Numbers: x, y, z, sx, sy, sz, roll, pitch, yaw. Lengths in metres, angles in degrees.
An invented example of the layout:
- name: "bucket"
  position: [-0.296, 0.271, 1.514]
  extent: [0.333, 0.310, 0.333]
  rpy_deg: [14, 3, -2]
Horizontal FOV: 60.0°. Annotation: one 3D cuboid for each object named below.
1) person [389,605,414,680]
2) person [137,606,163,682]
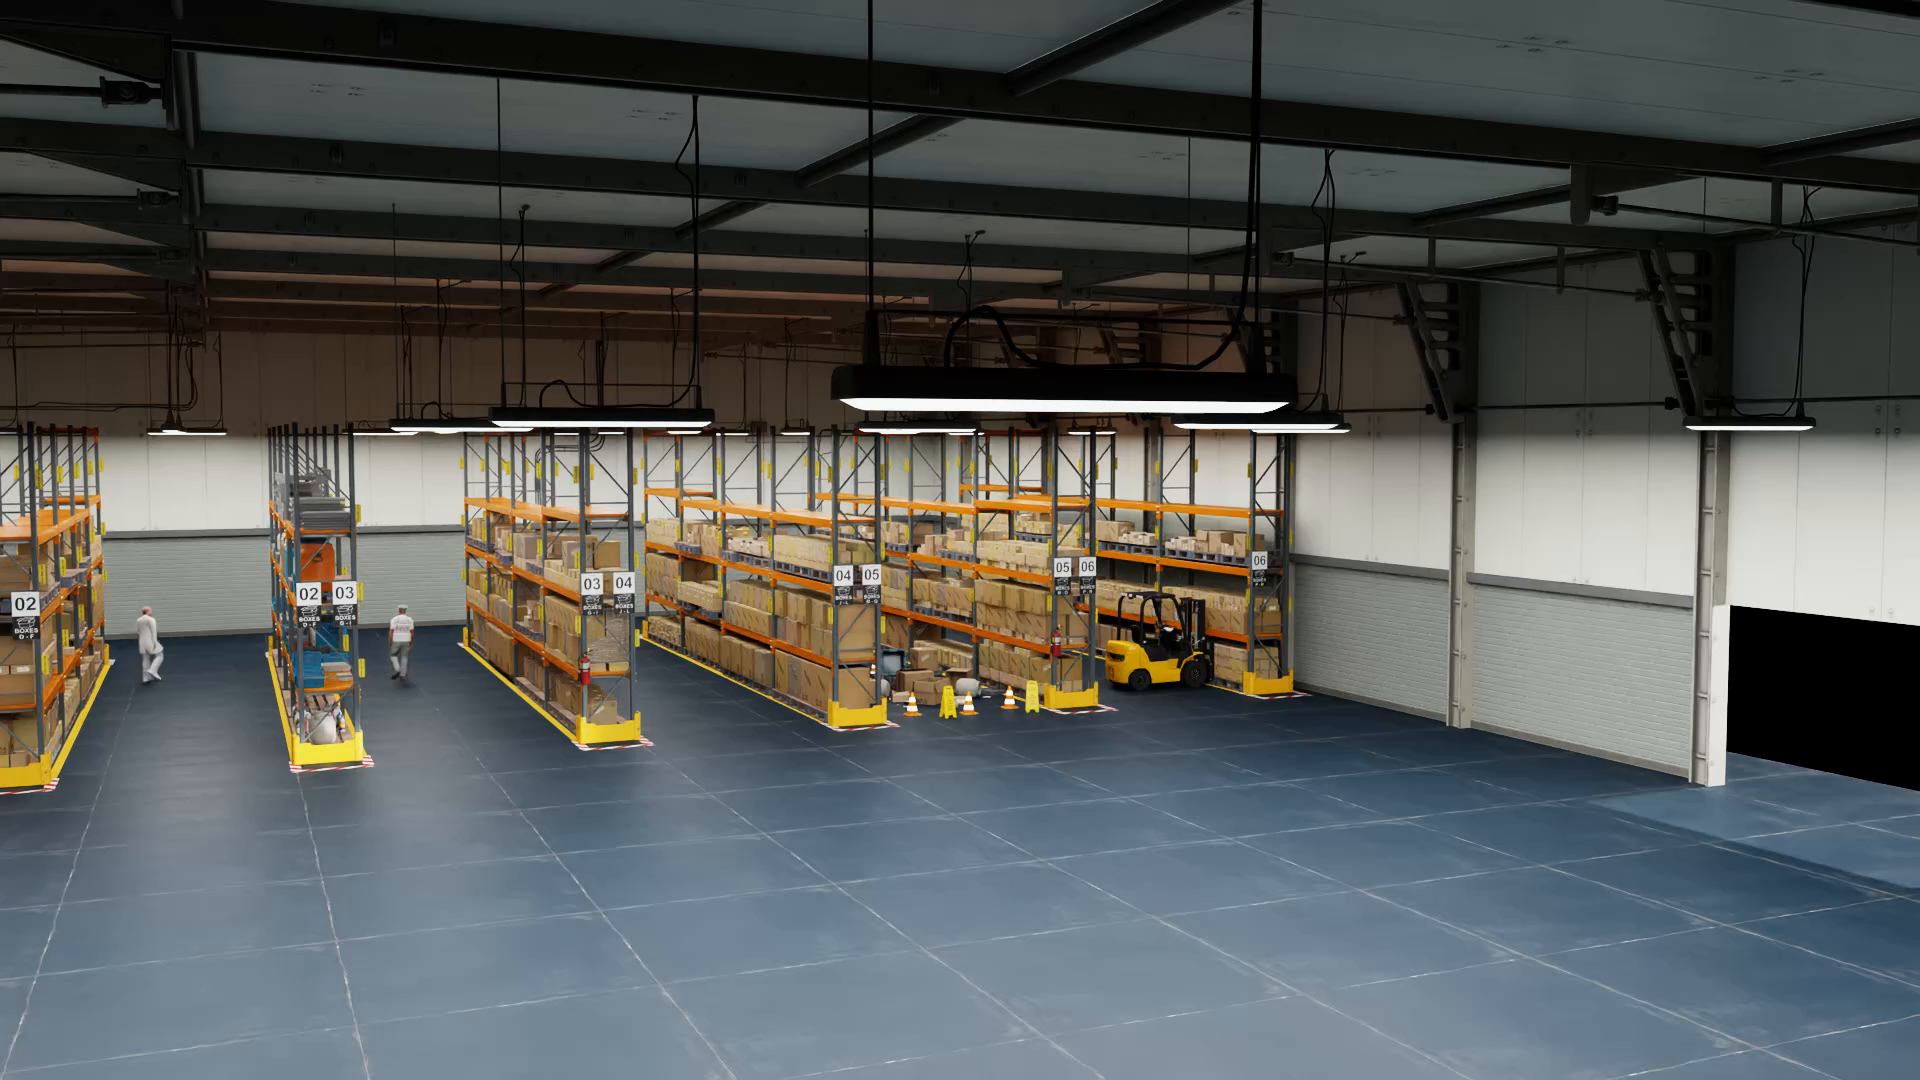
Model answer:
- name: "person"
  position: [-13.243, 2.429, 39.436]
  extent: [0.574, 1.755, 0.484]
  rpy_deg: [-2, 4, -25]
- name: "person"
  position: [-19.059, 2.436, 39.083]
  extent: [0.639, 1.762, 0.567]
  rpy_deg: [0, 4, 6]
